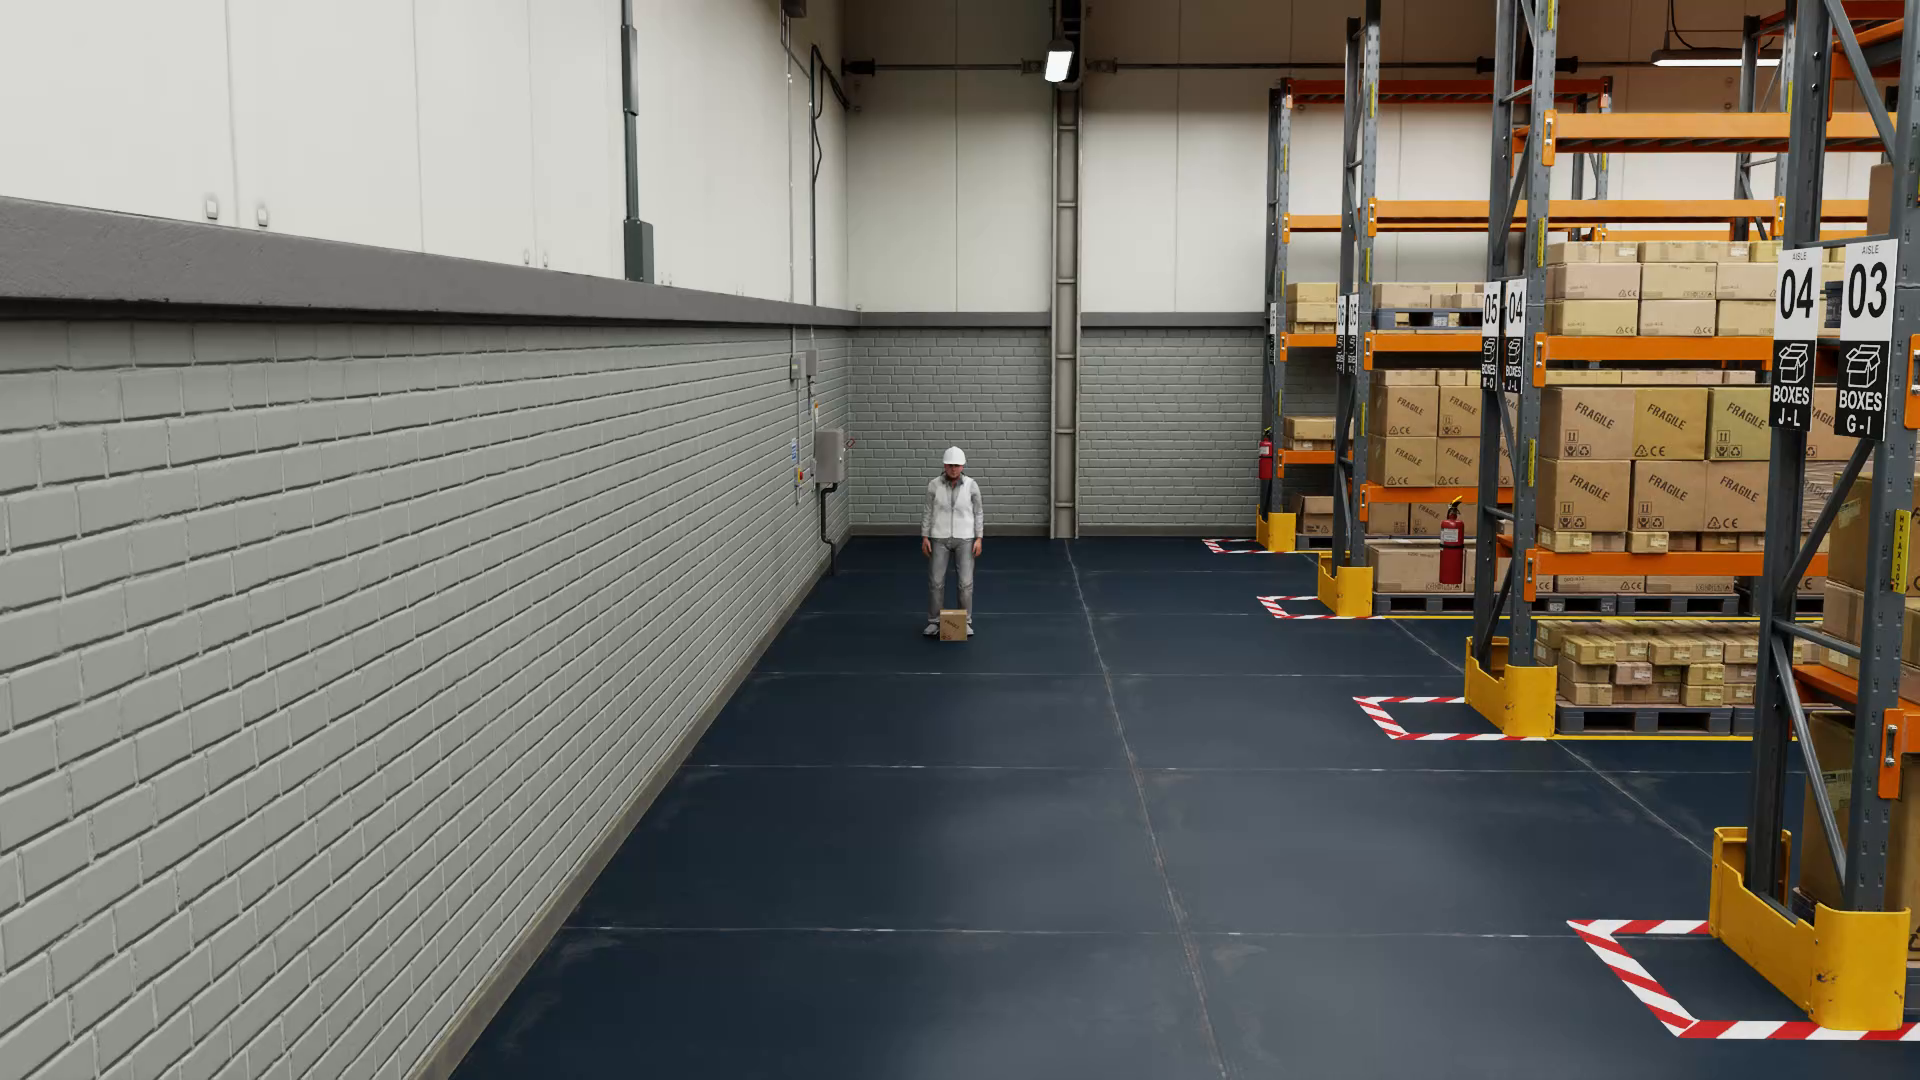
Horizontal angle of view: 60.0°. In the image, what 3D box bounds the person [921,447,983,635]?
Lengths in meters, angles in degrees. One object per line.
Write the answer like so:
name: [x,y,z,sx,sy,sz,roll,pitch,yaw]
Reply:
person: [-0.073,0.005,15.622,0.580,1.771,0.463,0,7,2]
